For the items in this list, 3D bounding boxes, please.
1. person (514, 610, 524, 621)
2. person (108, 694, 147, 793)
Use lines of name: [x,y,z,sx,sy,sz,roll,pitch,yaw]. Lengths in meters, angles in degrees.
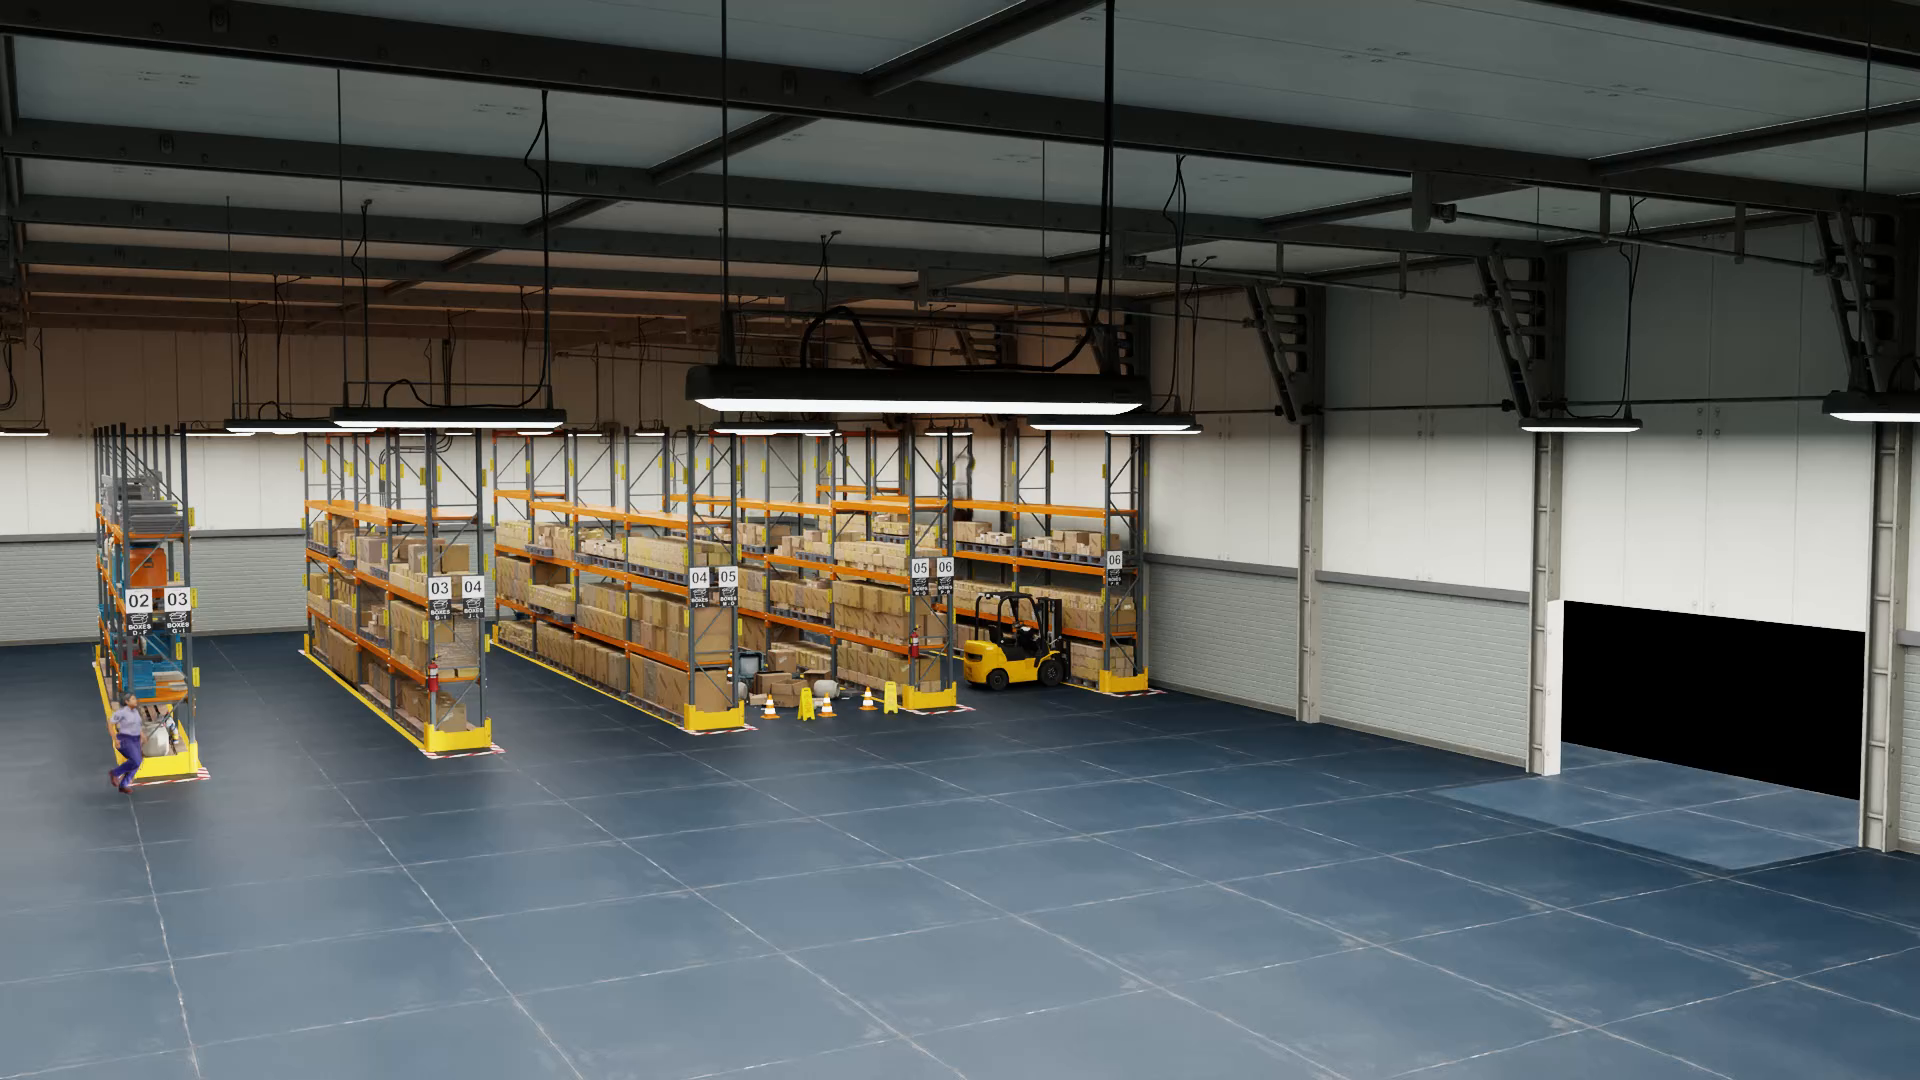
person: [-12.678,2.012,48.219,0.719,1.553,0.467,0,3,-4]
person: [-13.479,3.298,27.070,0.514,1.574,0.645,1,3,8]
